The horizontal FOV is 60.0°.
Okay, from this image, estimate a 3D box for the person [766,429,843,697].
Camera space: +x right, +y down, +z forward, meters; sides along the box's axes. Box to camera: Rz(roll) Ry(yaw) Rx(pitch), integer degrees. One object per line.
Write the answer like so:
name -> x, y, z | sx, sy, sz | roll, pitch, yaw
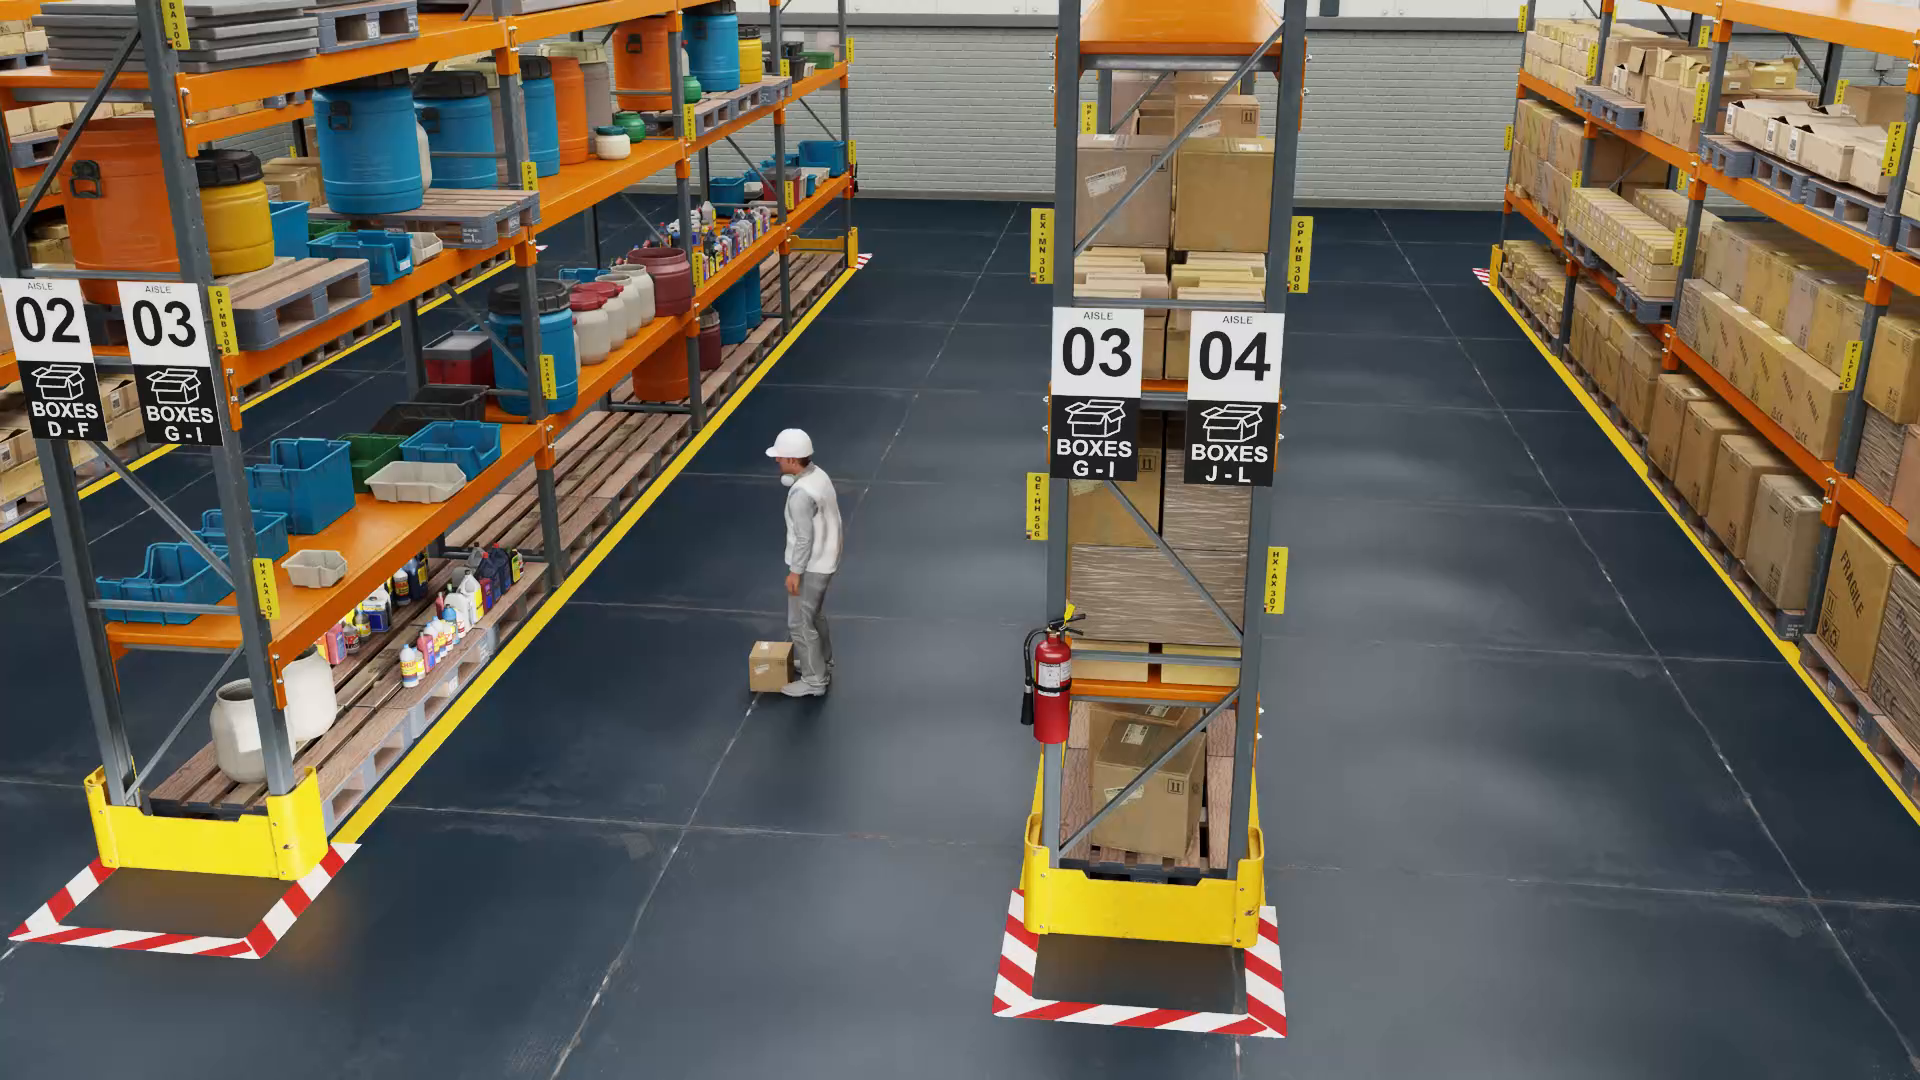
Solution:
person -> -0.983, 0.133, 10.699 | 0.461, 1.771, 0.581 | 3, 21, 7
